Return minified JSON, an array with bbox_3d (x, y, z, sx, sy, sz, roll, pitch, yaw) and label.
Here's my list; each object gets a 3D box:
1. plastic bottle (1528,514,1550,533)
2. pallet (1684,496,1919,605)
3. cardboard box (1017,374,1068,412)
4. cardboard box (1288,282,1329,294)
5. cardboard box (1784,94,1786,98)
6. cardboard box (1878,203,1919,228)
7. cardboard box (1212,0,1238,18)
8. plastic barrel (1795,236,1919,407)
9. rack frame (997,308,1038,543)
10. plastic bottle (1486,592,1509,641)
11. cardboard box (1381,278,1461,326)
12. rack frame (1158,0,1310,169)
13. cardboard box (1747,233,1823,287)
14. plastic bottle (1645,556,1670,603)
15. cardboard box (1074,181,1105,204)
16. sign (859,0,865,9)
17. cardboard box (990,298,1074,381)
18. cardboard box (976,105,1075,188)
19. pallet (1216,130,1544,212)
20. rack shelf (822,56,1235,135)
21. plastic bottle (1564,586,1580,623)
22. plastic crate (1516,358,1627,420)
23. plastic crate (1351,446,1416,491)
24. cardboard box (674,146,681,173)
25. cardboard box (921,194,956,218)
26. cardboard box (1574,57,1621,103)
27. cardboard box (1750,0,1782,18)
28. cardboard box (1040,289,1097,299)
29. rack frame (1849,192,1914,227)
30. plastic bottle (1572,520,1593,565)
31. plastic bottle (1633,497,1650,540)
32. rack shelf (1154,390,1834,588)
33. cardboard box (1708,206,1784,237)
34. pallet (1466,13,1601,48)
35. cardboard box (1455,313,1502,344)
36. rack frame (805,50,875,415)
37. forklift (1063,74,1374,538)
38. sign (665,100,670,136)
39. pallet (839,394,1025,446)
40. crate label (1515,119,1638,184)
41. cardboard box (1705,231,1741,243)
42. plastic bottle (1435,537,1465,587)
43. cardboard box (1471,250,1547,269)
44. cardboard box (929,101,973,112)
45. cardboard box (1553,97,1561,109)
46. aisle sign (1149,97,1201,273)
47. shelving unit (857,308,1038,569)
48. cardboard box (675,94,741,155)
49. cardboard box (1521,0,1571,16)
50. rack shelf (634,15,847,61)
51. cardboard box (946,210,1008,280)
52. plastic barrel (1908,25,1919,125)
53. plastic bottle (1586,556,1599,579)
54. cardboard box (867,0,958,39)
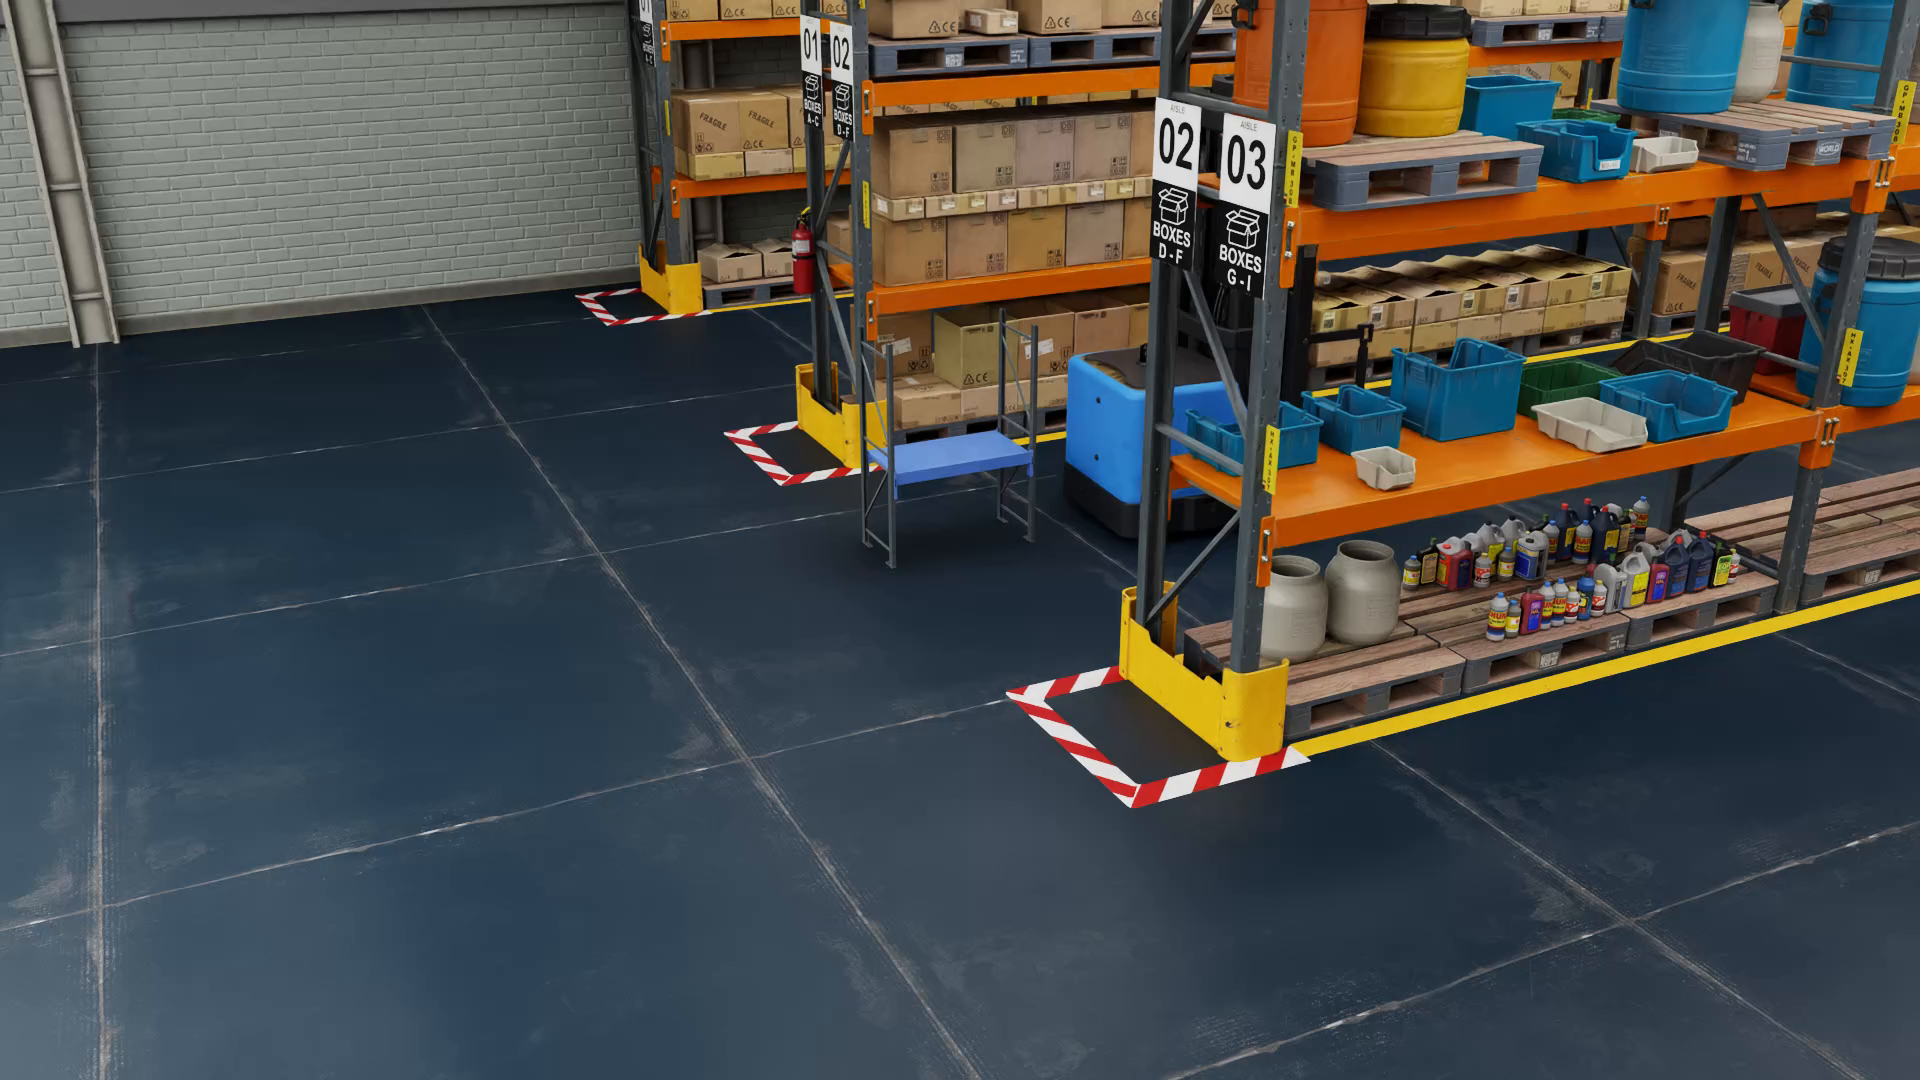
[{"bbox_3d":[3.600,-0.018,10.349,0.133,0.283,0.061,-9,24,-21],"label":"plastic bottle"},{"bbox_3d":[5.535,0.039,10.879,1.213,0.211,1.003,-10,25,-24],"label":"pallet"},{"bbox_3d":[0.574,-1.252,13.400,0.500,0.250,0.500,-10,25,-24],"label":"cardboard box"},{"bbox_3d":[2.940,-2.162,14.863,0.500,0.311,0.500,-10,25,-24],"label":"cardboard box"},{"bbox_3d":[8.792,-4.243,16.898,0.500,0.500,0.700,-6,23,-15],"label":"cardboard box"},{"bbox_3d":[10.298,-3.381,18.188,0.500,0.500,0.500,-10,25,-24],"label":"cardboard box"},{"bbox_3d":[2.131,-4.511,13.442,0.500,0.500,0.500,-8,24,-19],"label":"cardboard box"},{"bbox_3d":[5.324,-1.297,9.805,0.708,0.901,0.600,-10,25,-24],"label":"plastic barrel"},{"bbox_3d":[0.381,-0.763,11.133,0.032,1.500,0.500,-10,25,-24],"label":"rack frame"},{"bbox_3d":[3.009,0.422,9.301,0.097,0.271,0.097,0,22,0],"label":"plastic bottle"},{"bbox_3d":[4.099,-2.146,14.825,0.500,0.311,0.500,-11,25,-25],"label":"cardboard box"},{"bbox_3d":[1.240,-3.214,7.248,0.127,3.000,1.000,-10,25,-24],"label":"rack frame"},{"bbox_3d":[8.229,-2.761,16.690,0.500,0.500,0.500,-11,25,-25],"label":"cardboard box"},{"bbox_3d":[4.087,0.226,9.759,0.133,0.283,0.061,-9,24,-20],"label":"plastic bottle"},{"bbox_3d":[0.927,-2.741,12.971,0.250,0.149,0.380,-10,25,-23],"label":"cardboard box"},{"bbox_3d":[-0.670,-3.784,11.301,0.005,0.325,0.100,-10,25,-24],"label":"sign"},{"bbox_3d":[0.569,-1.603,13.266,0.500,0.500,0.500,-10,25,-24],"label":"cardboard box"},{"bbox_3d":[0.494,-3.050,12.869,0.500,0.500,0.700,-10,25,-23],"label":"cardboard box"},{"bbox_3d":[2.028,-1.844,8.108,1.213,0.211,1.003,-10,25,-24],"label":"pallet"},{"bbox_3d":[0.897,-3.535,12.886,4.000,0.370,1.077,-10,25,-24],"label":"rack shelf"},{"bbox_3d":[3.497,0.364,9.531,0.097,0.201,0.097,0,22,0],"label":"plastic bottle"},{"bbox_3d":[3.498,-0.880,9.730,0.662,0.188,0.450,-10,25,-24],"label":"plastic crate"},{"bbox_3d":[2.186,-0.358,8.537,0.250,0.136,0.298,-10,25,-24],"label":"plastic crate"},{"bbox_3d":[-2.720,-3.940,17.017,0.500,0.250,0.500,-10,25,-23],"label":"cardboard box"},{"bbox_3d":[-0.221,-2.531,12.464,0.250,0.149,0.380,-11,25,-25],"label":"cardboard box"},{"bbox_3d":[8.252,-6.070,21.599,0.700,0.700,0.980,-10,25,-23],"label":"cardboard box"},{"bbox_3d":[7.141,-5.077,15.541,0.500,0.500,0.910,-10,25,-24],"label":"cardboard box"},{"bbox_3d":[0.795,-1.865,13.898,0.500,0.500,0.500,-10,25,-24],"label":"cardboard box"},{"bbox_3d":[9.908,-4.140,17.330,0.127,3.000,1.000,-10,25,-24],"label":"rack frame"},{"bbox_3d":[3.858,0.008,10.300,0.097,0.271,0.097,0,22,0],"label":"plastic bottle"},{"bbox_3d":[4.367,-0.146,10.674,0.097,0.271,0.097,0,22,0],"label":"plastic bottle"},{"bbox_3d":[3.042,-0.441,9.335,4.000,0.370,1.077,-10,25,-24],"label":"rack shelf"},{"bbox_3d":[8.013,-3.289,16.987,0.500,0.250,0.500,-11,25,-25],"label":"cardboard box"},{"bbox_3d":[4.724,-4.445,14.392,1.213,0.211,1.003,-9,24,-21],"label":"pallet"},{"bbox_3d":[4.555,-1.973,15.142,0.500,0.250,0.500,-10,24,-23],"label":"cardboard box"},{"bbox_3d":[-0.905,-2.150,12.521,0.127,3.000,1.000,-10,25,-24],"label":"rack frame"},{"bbox_3d":[2.304,-1.690,11.501,3.031,2.935,1.130,-9,24,-20],"label":"forklift"},{"bbox_3d":[-2.821,-4.069,16.027,0.005,0.325,0.100,-10,25,-24],"label":"sign"},{"bbox_3d":[-0.234,-1.003,13.396,1.213,0.211,1.003,-10,25,-24],"label":"pallet"},{"bbox_3d":[3.070,-1.956,8.326,0.408,0.251,0.502,-10,25,-24],"label":"crate label"},{"bbox_3d":[7.511,-2.847,16.898,0.500,0.500,0.500,-11,25,-26],"label":"cardboard box"},{"bbox_3d":[2.943,0.125,10.012,0.135,0.276,0.152,-10,25,-23],"label":"plastic bottle"},{"bbox_3d":[5.234,-2.584,15.882,0.500,0.311,0.500,-11,25,-25],"label":"cardboard box"},{"bbox_3d":[-0.192,-4.536,17.477,0.500,0.500,0.500,-11,25,-24],"label":"cardboard box"},{"bbox_3d":[7.357,-5.536,21.005,0.250,0.149,0.380,-10,24,-23],"label":"cardboard box"},{"bbox_3d":[1.046,-1.734,8.117,0.004,0.787,0.394,-10,25,-24],"label":"aisle sign"},{"bbox_3d":[-0.077,-0.679,10.929,1.048,1.500,0.538,-10,25,-24],"label":"shelving unit"},{"bbox_3d":[-2.496,-4.118,16.466,0.500,0.500,0.500,-10,25,-24],"label":"cardboard box"},{"bbox_3d":[4.934,-4.708,14.428,0.500,0.250,0.500,-11,25,-25],"label":"cardboard box"},{"bbox_3d":[-1.255,-5.241,17.009,4.000,0.370,1.077,-10,25,-24],"label":"rack shelf"},{"bbox_3d":[-0.008,-2.358,12.893,0.500,0.500,0.700,-10,24,-22],"label":"cardboard box"},{"bbox_3d":[5.797,-2.991,9.976,0.600,0.901,0.600,0,22,0],"label":"plastic barrel"},{"bbox_3d":[3.730,0.227,9.756,0.133,0.283,0.061,-10,25,-24],"label":"plastic bottle"},{"bbox_3d":[-0.385,-3.936,12.047,0.637,0.503,0.797,-9,24,-20],"label":"cardboard box"}]
